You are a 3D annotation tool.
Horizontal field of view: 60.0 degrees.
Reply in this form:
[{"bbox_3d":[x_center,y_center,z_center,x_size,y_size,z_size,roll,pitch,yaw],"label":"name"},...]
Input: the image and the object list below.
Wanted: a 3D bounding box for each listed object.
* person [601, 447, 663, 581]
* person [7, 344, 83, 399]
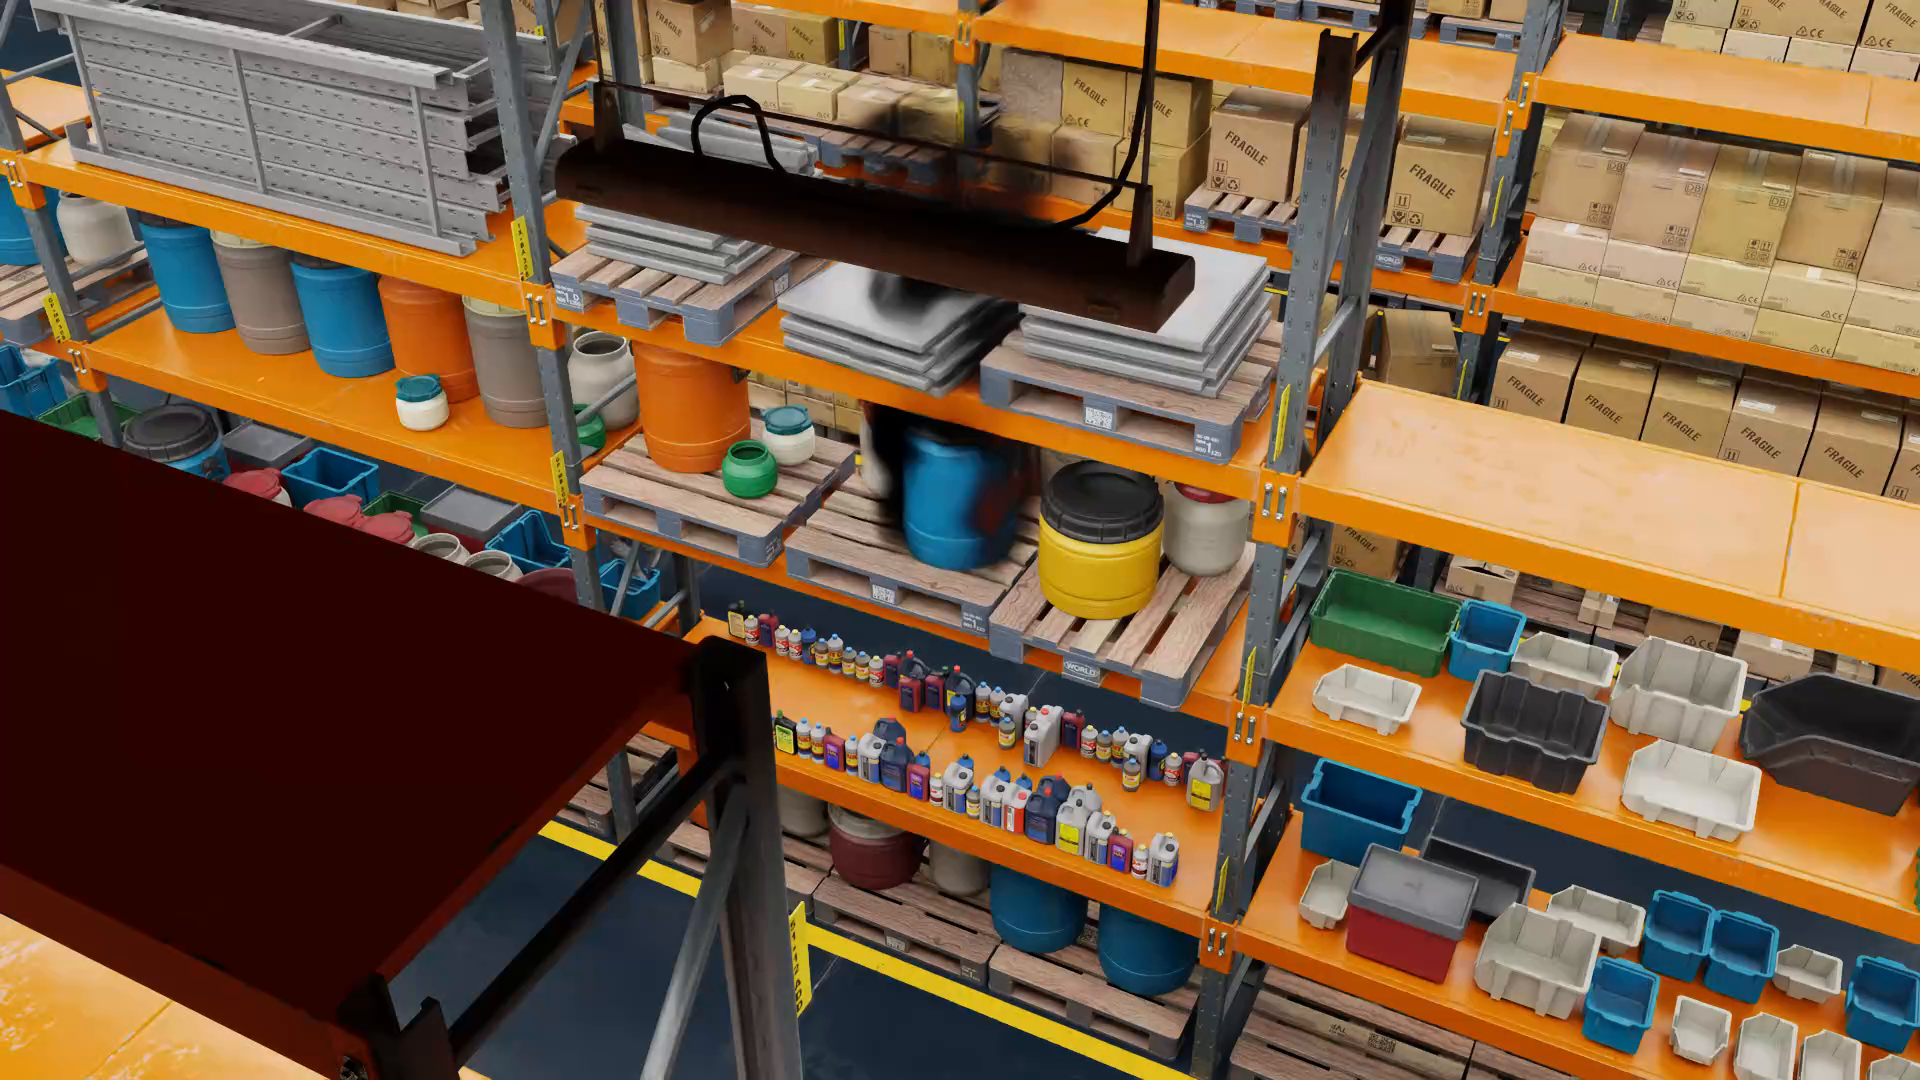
[{"bbox_3d":[-2.648,-0.326,12.911,0.548,1.657,0.621,9,36,13],"label":"person"},{"bbox_3d":[-8.165,-1.666,14.751,0.575,1.703,0.692,4,35,6],"label":"person"}]
